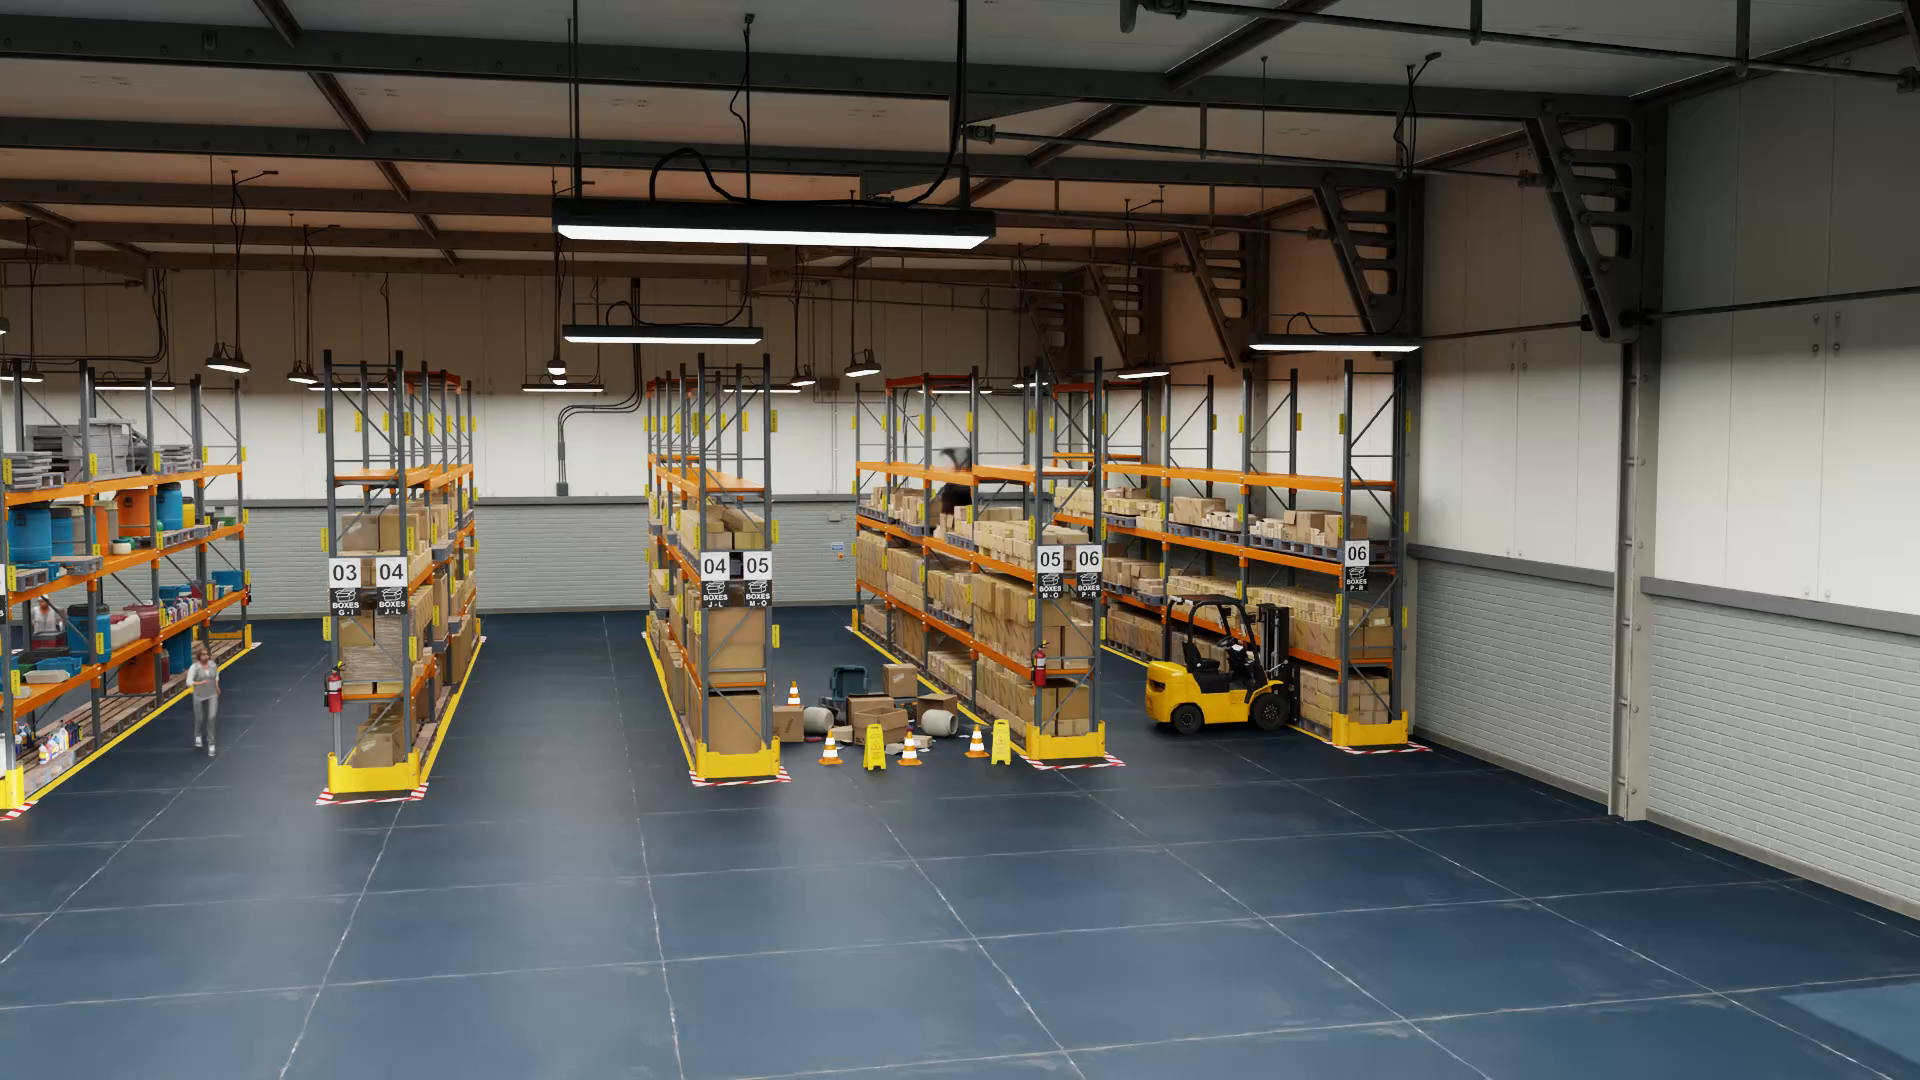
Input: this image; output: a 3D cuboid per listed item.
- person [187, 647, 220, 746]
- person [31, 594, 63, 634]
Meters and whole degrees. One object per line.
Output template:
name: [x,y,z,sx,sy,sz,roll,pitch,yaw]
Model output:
person: [-11.503,2.370,25.284,0.504,1.477,0.814,-3,5,-34]
person: [-17.708,1.872,32.190,0.603,1.708,0.890,-1,4,-20]
